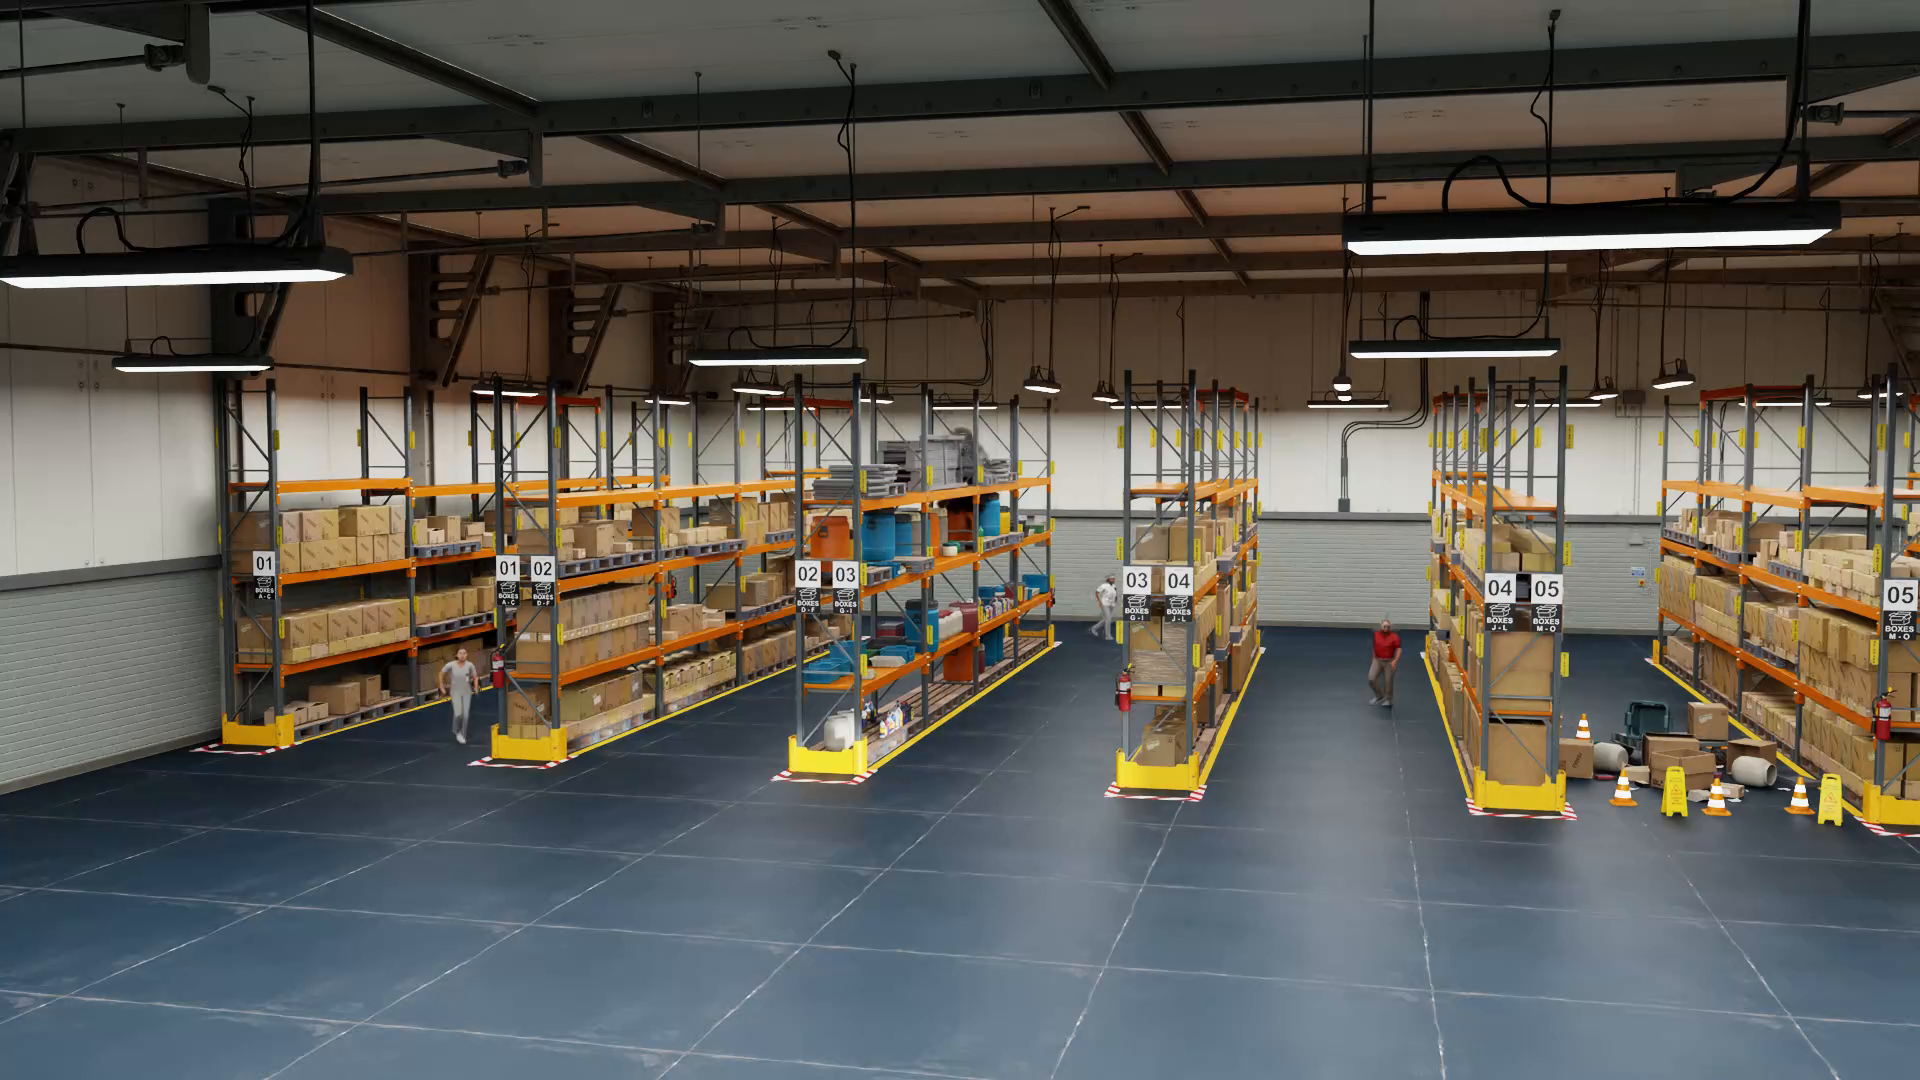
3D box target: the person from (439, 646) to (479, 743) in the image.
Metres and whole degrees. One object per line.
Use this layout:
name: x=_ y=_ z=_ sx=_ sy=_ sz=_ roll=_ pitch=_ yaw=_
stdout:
person: x=-8.222 y=2.547 z=27.328 sx=0.602 sy=1.615 sz=0.685 roll=-2 pitch=4 yaw=-28

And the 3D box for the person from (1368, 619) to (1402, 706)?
person: x=7.932 y=2.294 z=31.012 sx=0.663 sy=1.671 sz=0.732 roll=2 pitch=4 yaw=32

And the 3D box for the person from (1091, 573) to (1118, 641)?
person: x=3.700 y=1.659 z=41.814 sx=0.867 sy=1.644 sz=0.617 roll=3 pitch=5 yaw=44
